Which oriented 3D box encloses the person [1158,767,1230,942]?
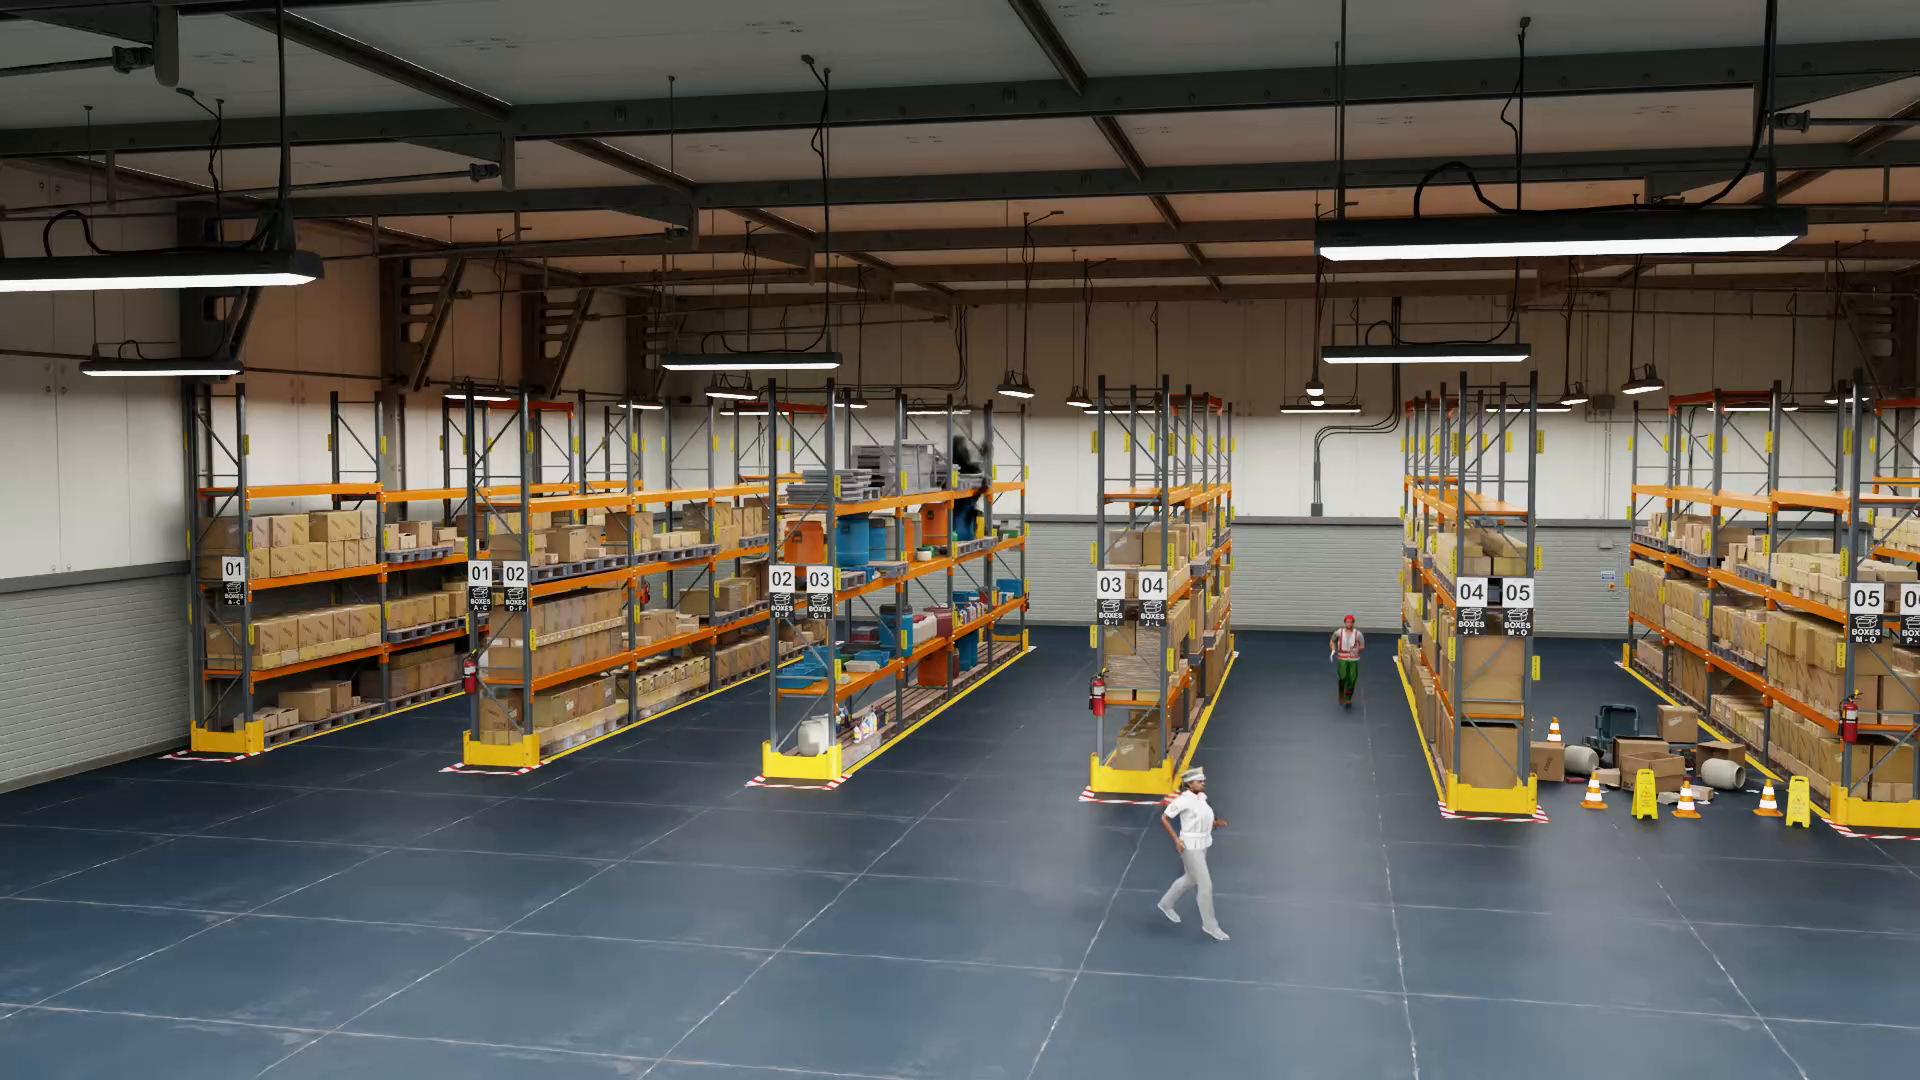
[{"bbox_3d":[2.391,3.165,16.999,0.867,1.721,0.562,2,4,35],"label":"person"}]

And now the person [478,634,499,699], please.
[{"bbox_3d":[-8.342,2.502,29.317,0.577,1.679,0.672,0,3,1],"label":"person"}]

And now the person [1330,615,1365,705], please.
[{"bbox_3d":[7.390,2.293,31.668,0.639,1.741,0.645,0,3,8],"label":"person"}]
